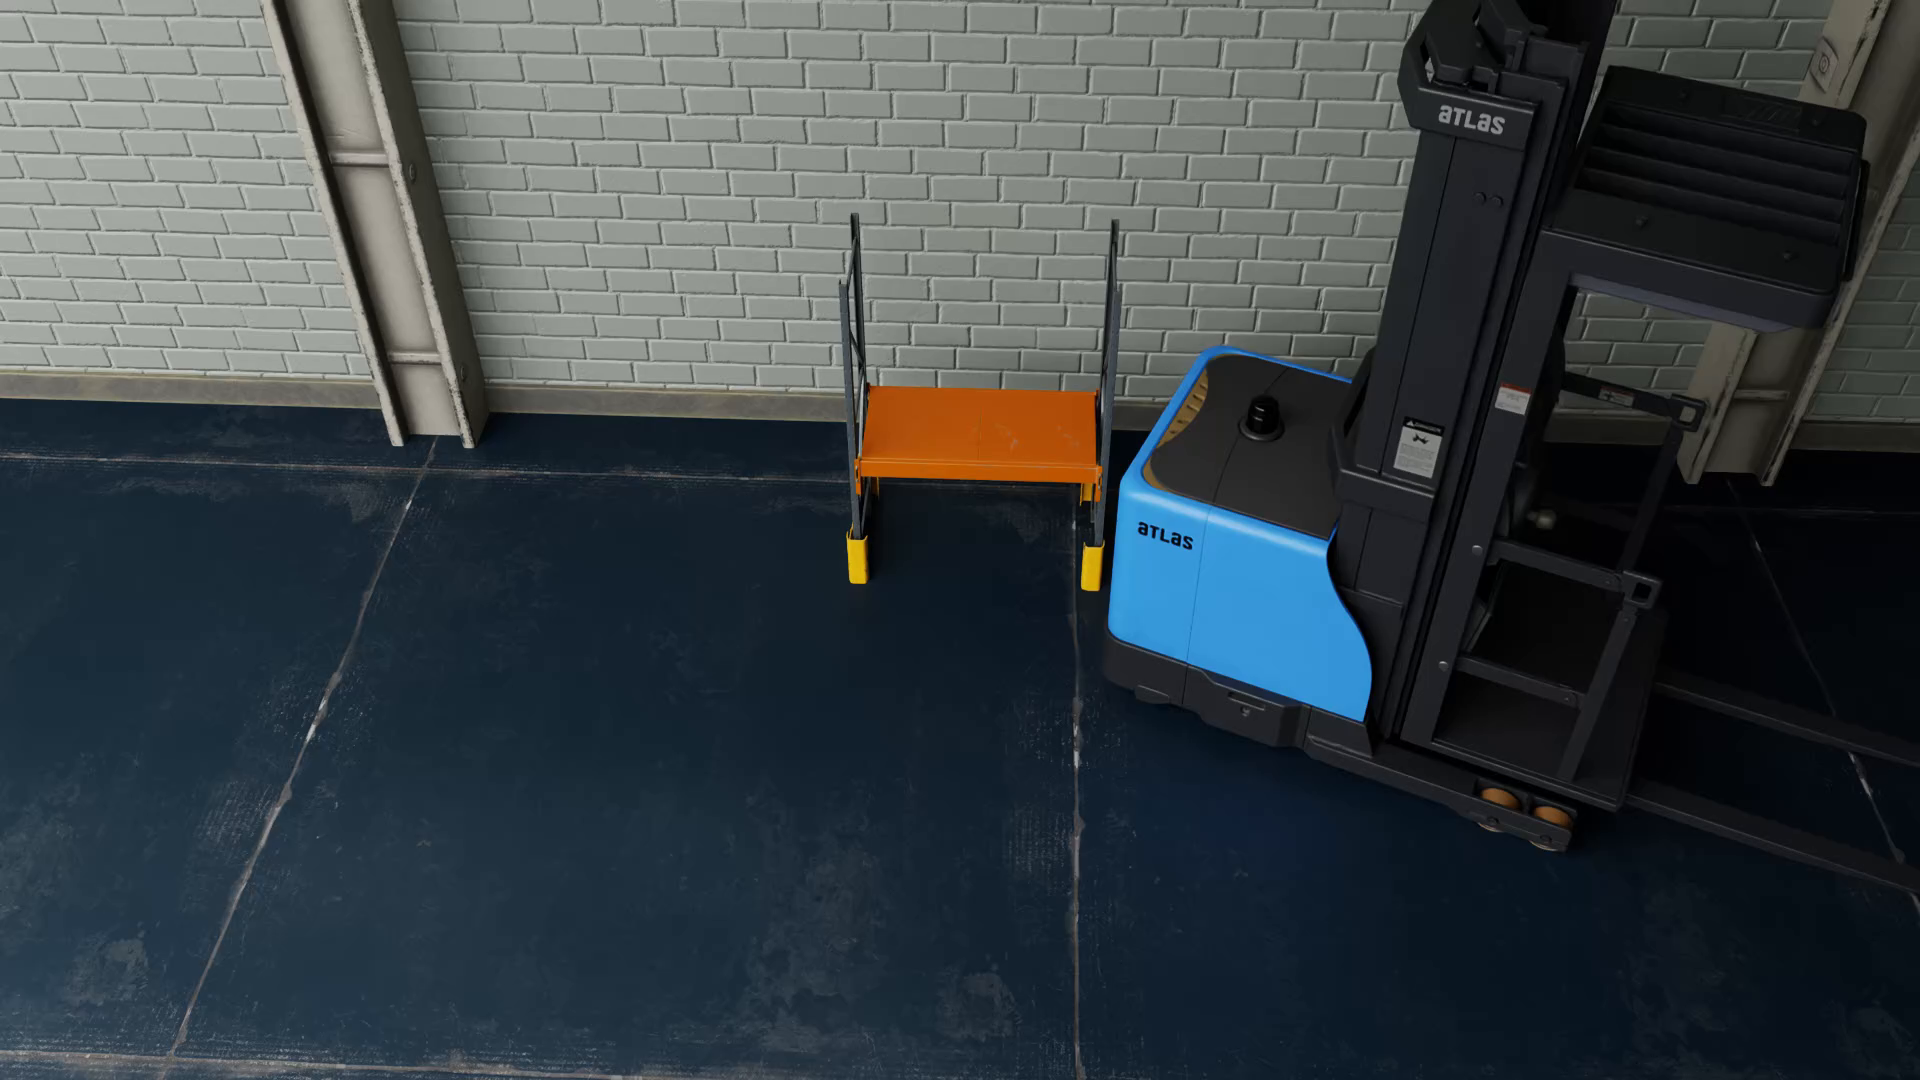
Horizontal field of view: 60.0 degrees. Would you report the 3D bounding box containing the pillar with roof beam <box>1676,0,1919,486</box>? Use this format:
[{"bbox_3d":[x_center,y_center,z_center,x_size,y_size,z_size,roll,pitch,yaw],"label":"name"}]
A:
[{"bbox_3d":[3.336,-0.719,1.505,0.400,9.000,9.100,2,43,2],"label":"pillar with roof beam"}]

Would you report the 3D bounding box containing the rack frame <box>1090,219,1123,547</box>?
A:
[{"bbox_3d":[0.593,-0.531,6.805,0.032,1.500,0.500,2,43,2],"label":"rack frame"}]

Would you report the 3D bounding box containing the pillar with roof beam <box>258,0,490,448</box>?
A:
[{"bbox_3d":[-2.658,-0.903,1.703,0.400,9.000,9.100,2,43,2],"label":"pillar with roof beam"}]

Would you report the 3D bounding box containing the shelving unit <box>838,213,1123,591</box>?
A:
[{"bbox_3d":[0.076,-0.546,6.822,1.083,1.500,0.587,2,43,2],"label":"shelving unit"}]

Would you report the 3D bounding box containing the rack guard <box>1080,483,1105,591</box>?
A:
[{"bbox_3d":[0.574,-0.074,7.231,0.087,0.250,0.587,2,43,2],"label":"rack guard"}]

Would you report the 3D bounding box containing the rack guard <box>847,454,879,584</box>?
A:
[{"bbox_3d":[-0.421,-0.104,7.264,0.087,0.250,0.587,2,43,2],"label":"rack guard"}]

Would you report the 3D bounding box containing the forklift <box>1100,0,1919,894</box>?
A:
[{"bbox_3d":[2.121,-0.349,5.559,3.031,2.935,1.130,18,46,19],"label":"forklift"}]

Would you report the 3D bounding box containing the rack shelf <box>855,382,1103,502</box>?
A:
[{"bbox_3d":[0.085,-0.415,6.944,1.000,0.185,0.538,2,43,2],"label":"rack shelf"}]

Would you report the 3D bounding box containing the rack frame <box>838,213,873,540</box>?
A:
[{"bbox_3d":[-0.423,-0.562,6.838,0.032,1.500,0.500,2,43,2],"label":"rack frame"}]
